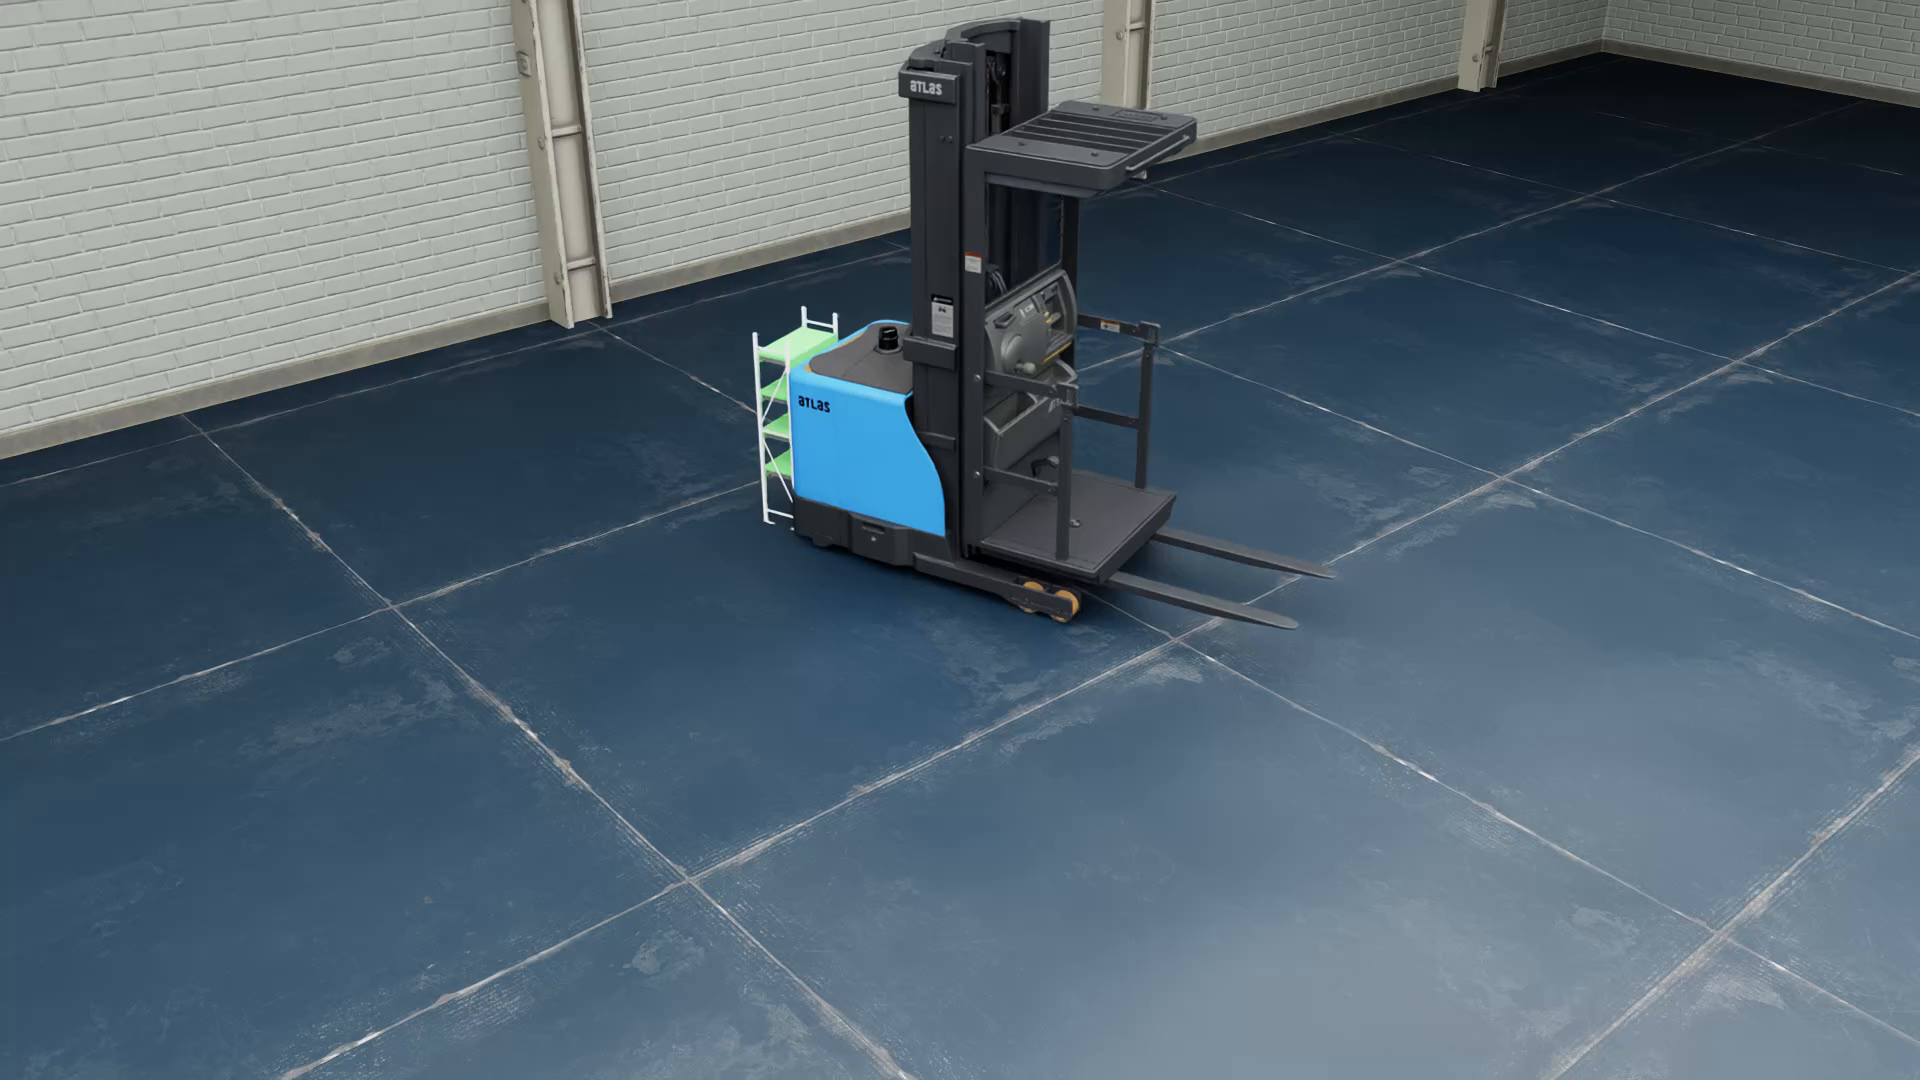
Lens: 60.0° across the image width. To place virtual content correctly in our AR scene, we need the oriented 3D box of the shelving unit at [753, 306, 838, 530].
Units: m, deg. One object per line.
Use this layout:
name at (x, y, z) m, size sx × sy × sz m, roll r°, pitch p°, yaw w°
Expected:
shelving unit at (-0.943, -0.713, 9.811) m, size 0.258 × 1.200 × 0.503 m, roll 15°, pitch 32°, yaw 26°

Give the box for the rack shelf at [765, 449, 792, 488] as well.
rack shelf at (-0.943, -0.445, 9.955) m, size 0.258 × 0.148 × 0.480 m, roll 15°, pitch 32°, yaw 26°

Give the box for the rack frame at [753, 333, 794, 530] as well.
rack frame at (-1.064, -0.613, 9.624) m, size 0.240 × 1.200 × 0.015 m, roll 15°, pitch 32°, yaw 26°

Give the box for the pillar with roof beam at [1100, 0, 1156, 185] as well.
pillar with roof beam at (4.393, -6.001, 11.432) m, size 0.400 × 9.000 × 9.100 m, roll -22°, pitch 35°, yaw -35°

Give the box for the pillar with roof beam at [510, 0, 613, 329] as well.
pillar with roof beam at (-0.171, -4.166, 7.997) m, size 0.400 × 9.000 × 9.100 m, roll -22°, pitch 35°, yaw -35°

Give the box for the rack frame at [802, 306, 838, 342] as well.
rack frame at (-0.823, -0.813, 9.998) m, size 0.240 × 1.200 × 0.015 m, roll 15°, pitch 32°, yaw 26°

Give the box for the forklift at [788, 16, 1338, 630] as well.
forklift at (0.559, -1.139, 8.772) m, size 3.031 × 2.935 × 1.130 m, roll 15°, pitch 32°, yaw 26°

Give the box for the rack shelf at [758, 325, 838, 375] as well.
rack shelf at (-0.943, -1.080, 9.615) m, size 0.258 × 0.148 × 0.480 m, roll 15°, pitch 32°, yaw 26°

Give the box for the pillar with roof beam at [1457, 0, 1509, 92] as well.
pillar with roof beam at (8.958, -7.836, 14.866) m, size 0.400 × 9.000 × 9.100 m, roll -22°, pitch 35°, yaw -35°

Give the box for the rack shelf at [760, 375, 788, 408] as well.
rack shelf at (-0.943, -0.868, 9.728) m, size 0.258 × 0.148 × 0.480 m, roll 15°, pitch 32°, yaw 26°

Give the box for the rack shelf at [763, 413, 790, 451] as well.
rack shelf at (-0.943, -0.657, 9.842) m, size 0.258 × 0.148 × 0.480 m, roll 15°, pitch 32°, yaw 26°
